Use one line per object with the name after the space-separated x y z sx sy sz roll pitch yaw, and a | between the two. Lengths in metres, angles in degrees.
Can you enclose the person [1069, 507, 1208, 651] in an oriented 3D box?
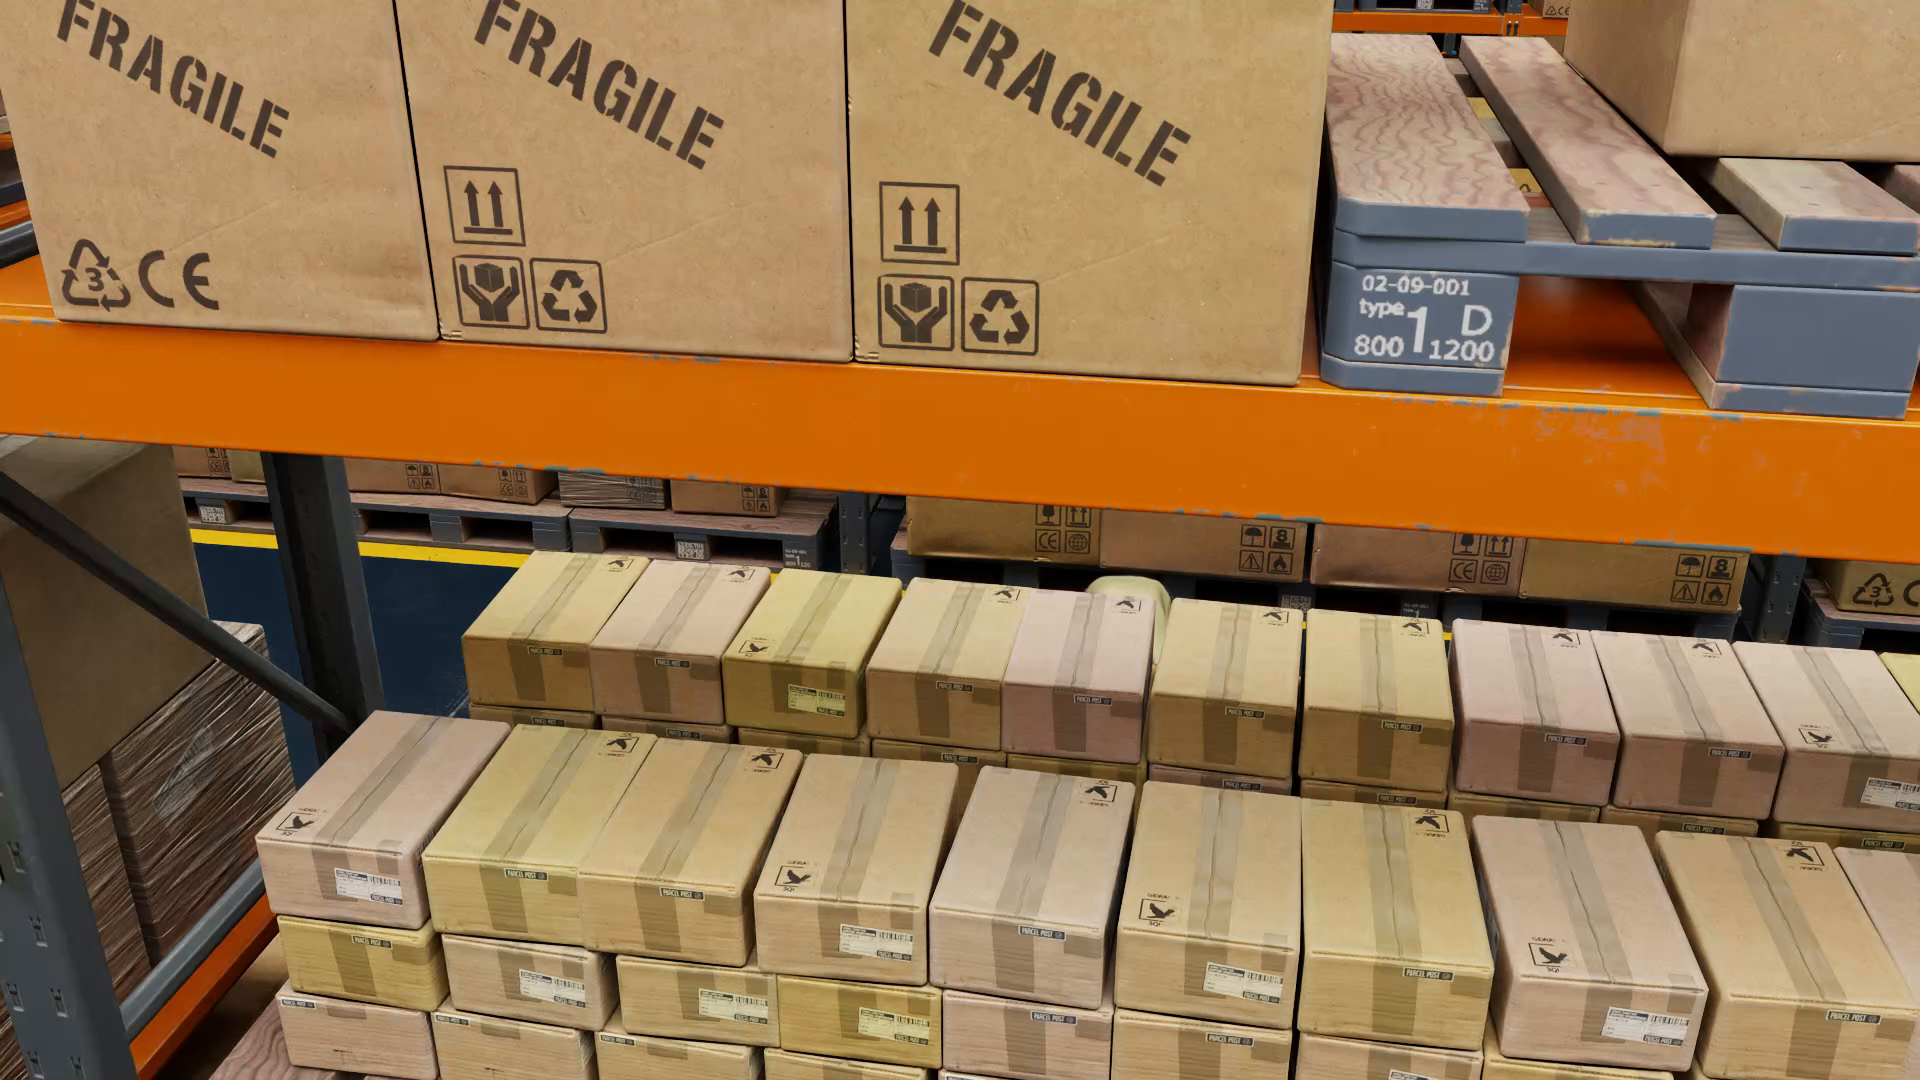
0.614 0.134 5.844 0.483 1.655 0.414 3 25 7 | person
